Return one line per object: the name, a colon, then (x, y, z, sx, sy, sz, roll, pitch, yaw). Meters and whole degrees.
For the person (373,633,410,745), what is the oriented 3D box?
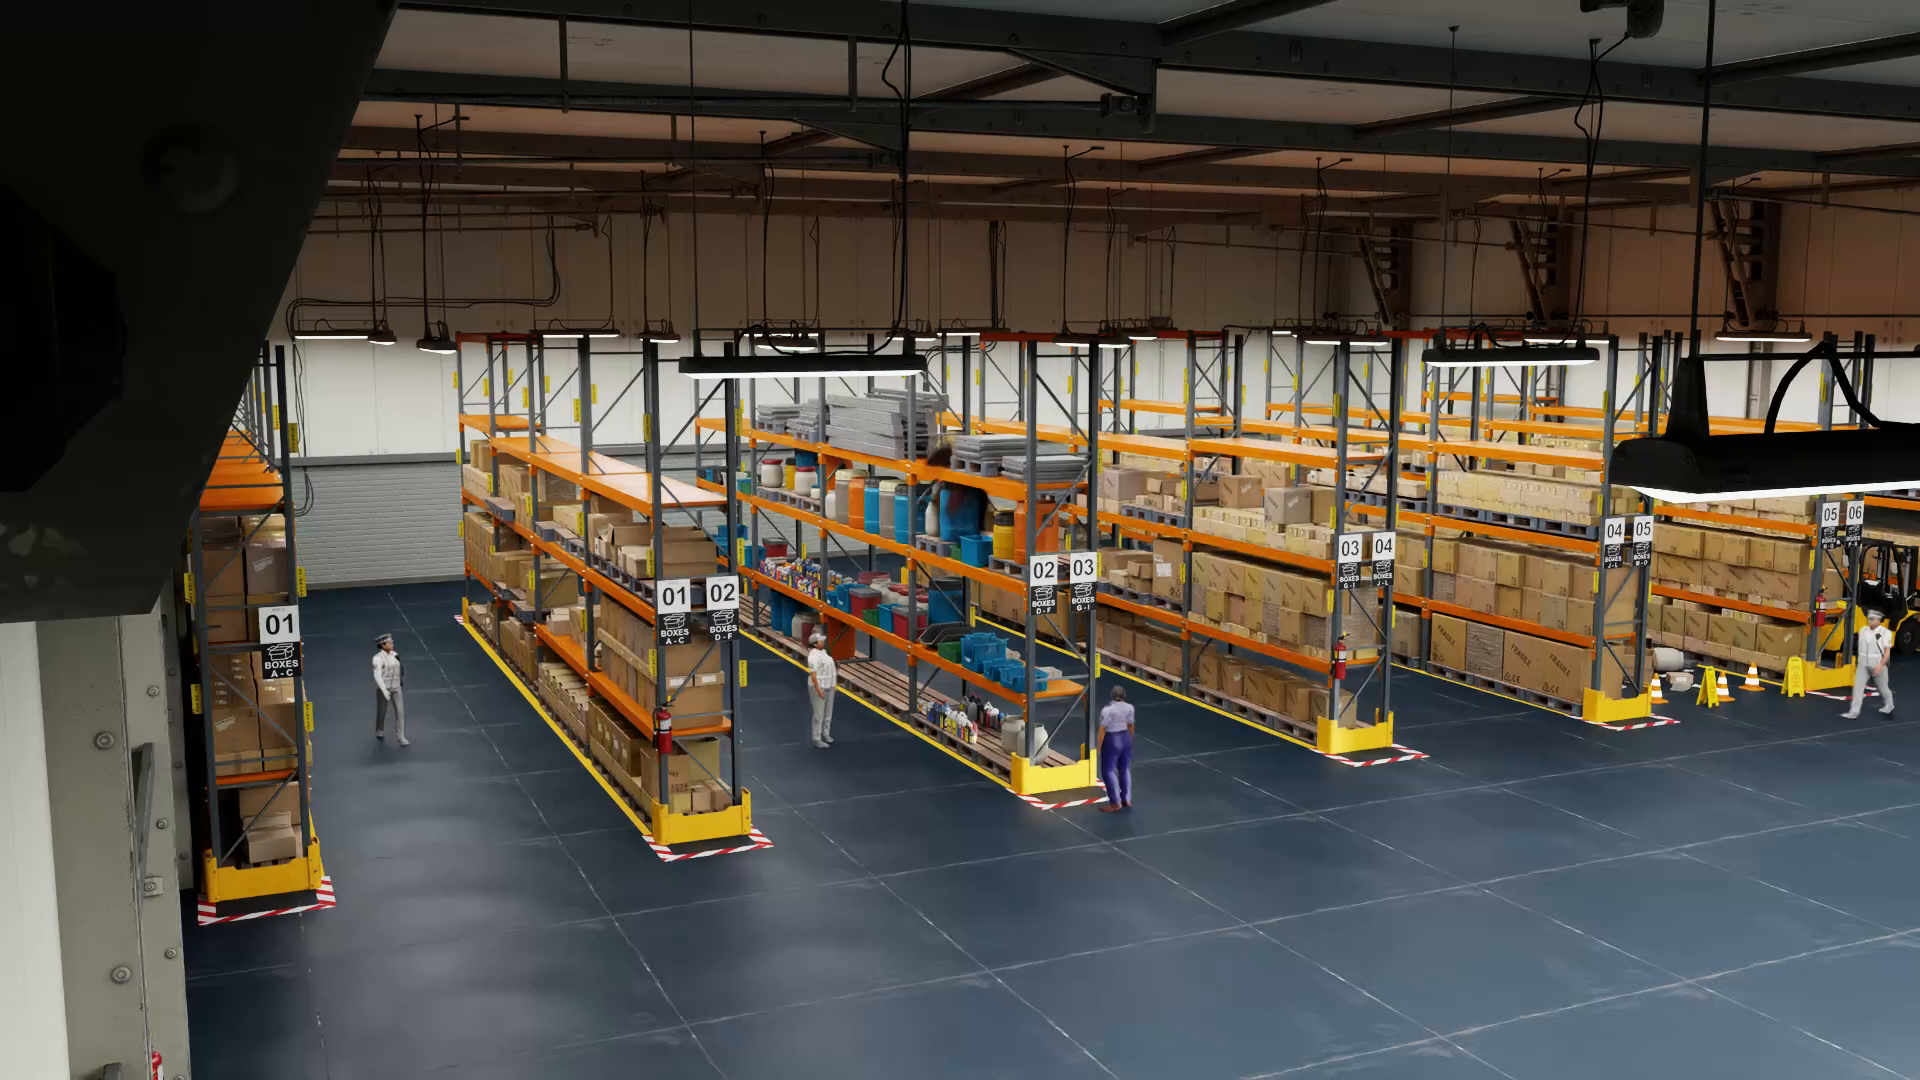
person: (-8.474, 2.196, 24.661, 0.437, 1.642, 0.980, -5, 9, -31)

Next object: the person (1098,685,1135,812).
person: (2.025, 2.668, 21.397, 0.542, 1.625, 0.390, -5, 9, -35)

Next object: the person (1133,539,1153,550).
person: (4.785, -0.366, 43.518, 0.755, 1.648, 0.476, -5, 9, -31)

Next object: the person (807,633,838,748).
person: (-2.014, 2.203, 24.656, 0.457, 1.679, 0.536, 6, 10, 37)

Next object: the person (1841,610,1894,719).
person: (14.361, 1.951, 26.196, 1.043, 1.728, 0.518, -7, 10, -41)
